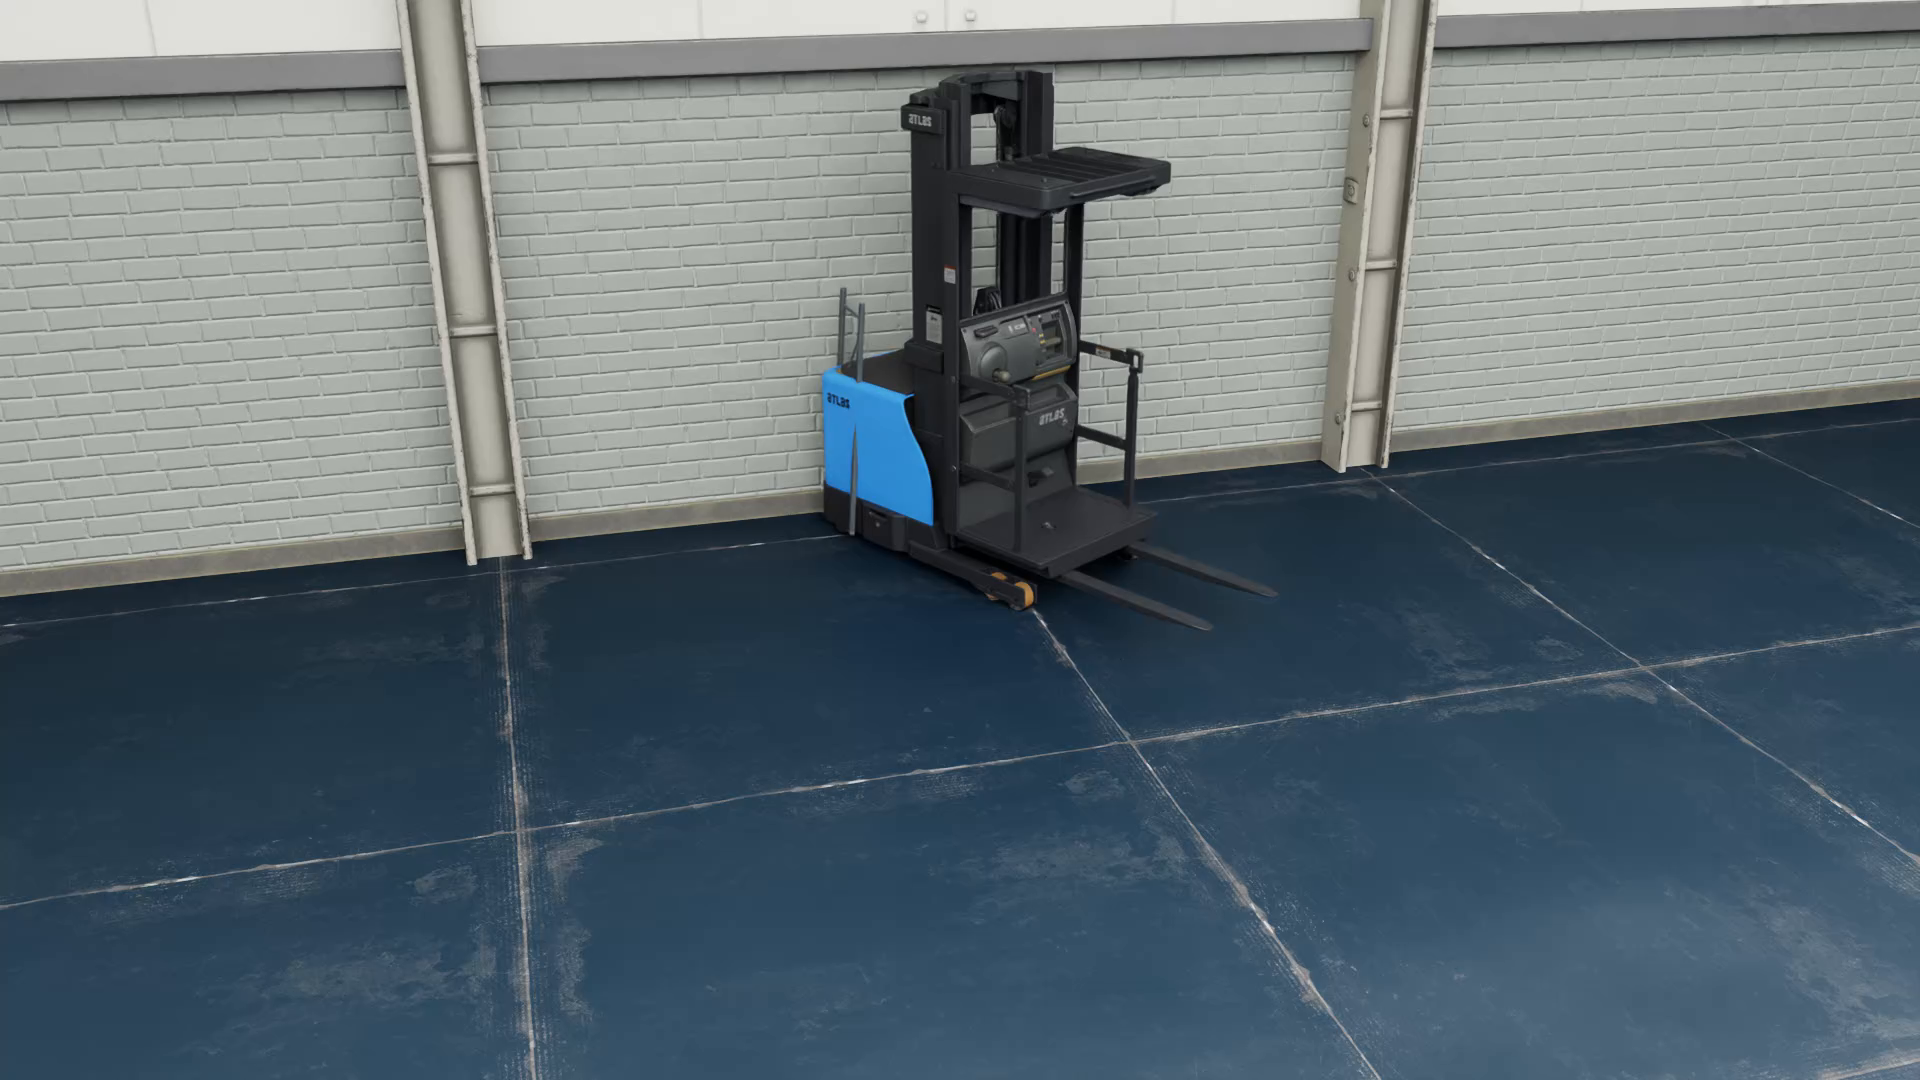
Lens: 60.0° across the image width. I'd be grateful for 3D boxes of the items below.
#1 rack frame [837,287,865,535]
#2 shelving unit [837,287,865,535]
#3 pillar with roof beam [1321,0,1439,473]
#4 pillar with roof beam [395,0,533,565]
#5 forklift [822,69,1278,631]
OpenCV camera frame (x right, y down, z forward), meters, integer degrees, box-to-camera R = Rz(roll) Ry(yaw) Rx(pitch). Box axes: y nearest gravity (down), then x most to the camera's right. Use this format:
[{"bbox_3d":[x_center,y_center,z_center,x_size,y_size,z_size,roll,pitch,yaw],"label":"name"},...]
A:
[{"bbox_3d":[-0.719,-0.822,10.625,0.032,1.500,0.500,-3,21,-19],"label":"rack frame"},{"bbox_3d":[-0.238,-0.847,10.787,1.048,1.500,0.538,-3,21,-19],"label":"shelving unit"},{"bbox_3d":[4.015,-3.061,6.472,0.400,9.000,9.100,-6,24,-14],"label":"pillar with roof beam"},{"bbox_3d":[-1.762,-2.422,4.983,0.400,9.000,9.100,-6,24,-14],"label":"pillar with roof beam"},{"bbox_3d":[0.506,-1.164,9.746,3.031,2.935,1.130,21,31,40],"label":"forklift"}]
